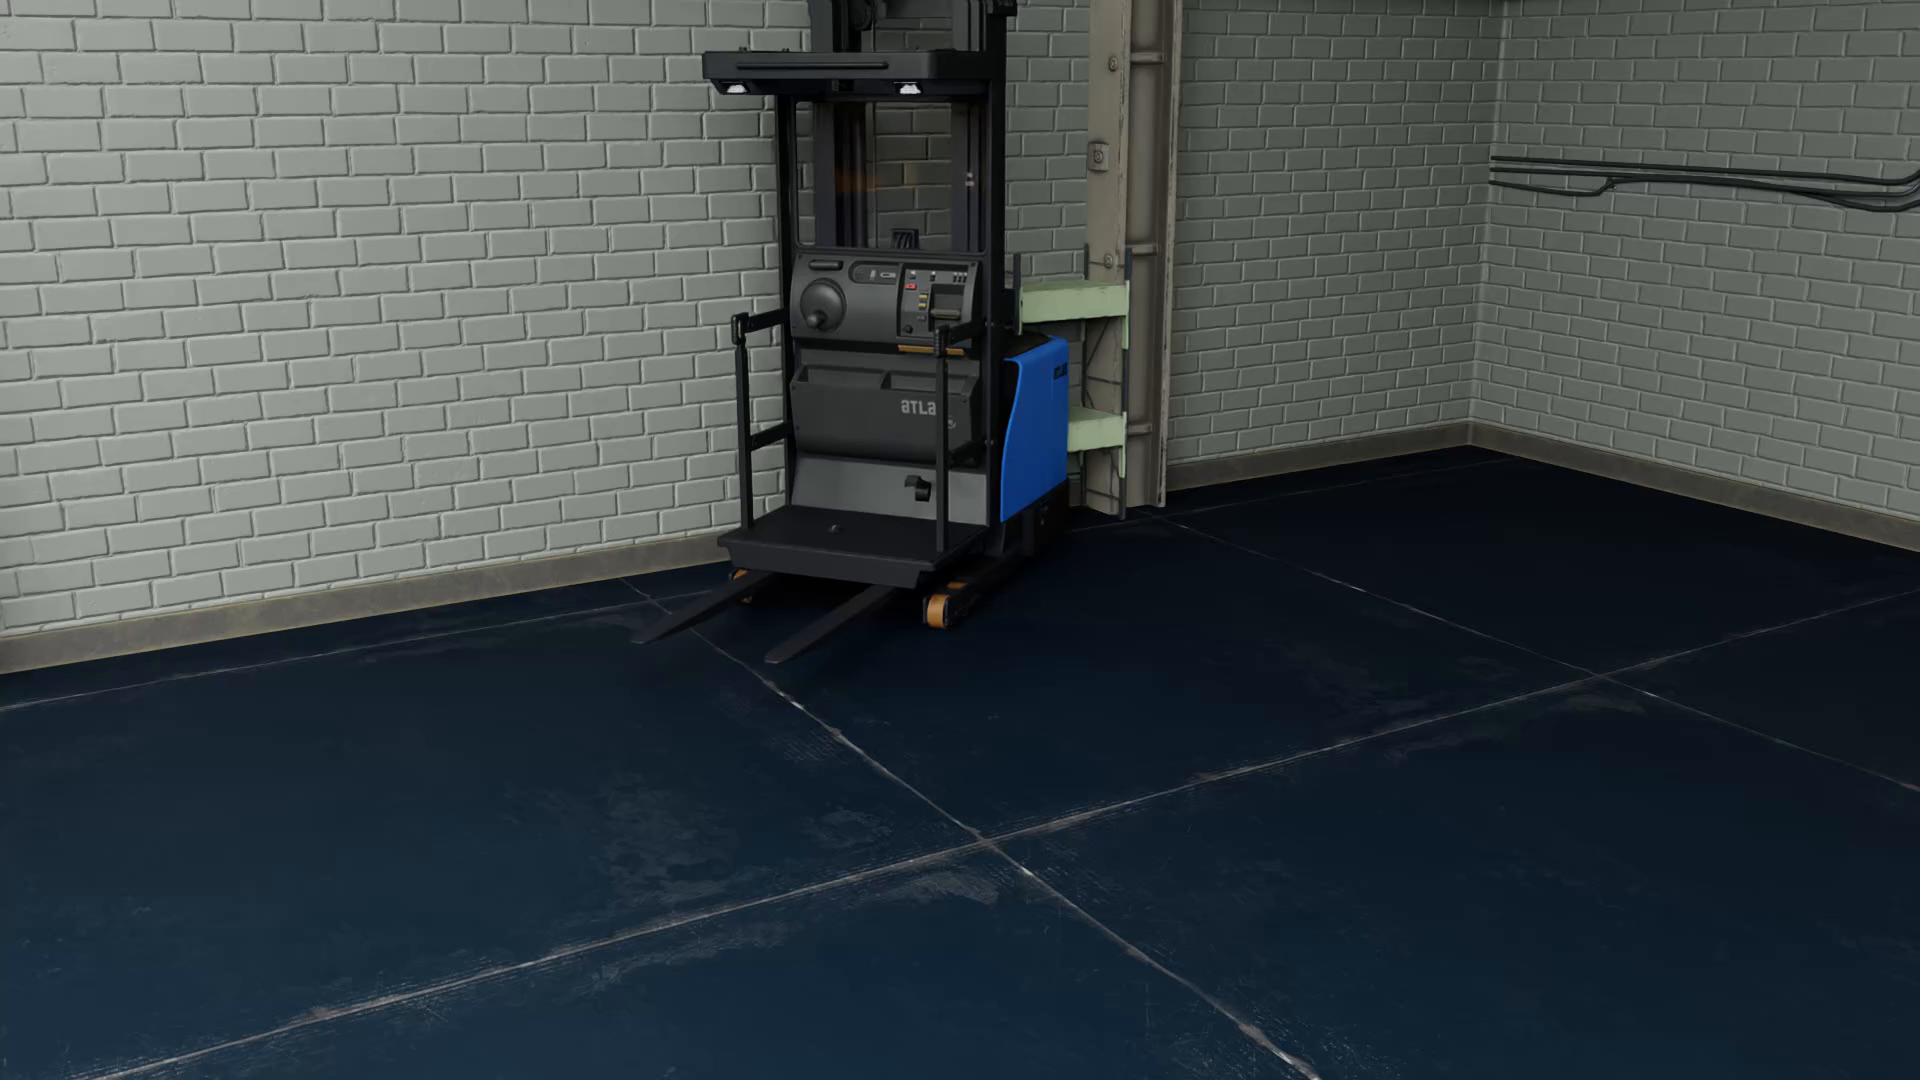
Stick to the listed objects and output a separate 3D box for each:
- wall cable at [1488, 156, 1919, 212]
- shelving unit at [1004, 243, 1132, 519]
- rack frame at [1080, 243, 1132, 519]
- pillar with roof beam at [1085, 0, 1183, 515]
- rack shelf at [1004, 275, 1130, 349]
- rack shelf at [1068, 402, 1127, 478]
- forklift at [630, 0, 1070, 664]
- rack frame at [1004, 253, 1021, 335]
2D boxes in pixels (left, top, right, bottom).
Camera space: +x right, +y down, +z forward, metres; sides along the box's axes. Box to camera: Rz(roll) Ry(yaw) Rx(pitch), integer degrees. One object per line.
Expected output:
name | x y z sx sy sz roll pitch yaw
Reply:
wall cable | 4.150 -3.145 9.211 0.112 2.526 3.097 -9 18 -30
shelving unit | 0.502 -0.836 9.087 0.755 1.500 0.431 -9 17 -32
rack frame | 0.809 -0.885 9.280 0.023 1.500 0.400 -9 17 -32
pillar with roof beam | 3.161 -3.541 4.869 0.400 9.000 9.100 -9 18 -30
rack shelf | 0.502 -1.214 8.991 0.720 0.370 0.431 -9 17 -32
rack shelf | 0.502 -0.520 9.168 0.720 0.370 0.431 -9 17 -32
forklift | -0.437 -1.136 7.531 1.130 2.935 3.031 6 17 21
rack frame | 0.195 -0.787 8.895 0.023 1.500 0.400 -9 17 -32
